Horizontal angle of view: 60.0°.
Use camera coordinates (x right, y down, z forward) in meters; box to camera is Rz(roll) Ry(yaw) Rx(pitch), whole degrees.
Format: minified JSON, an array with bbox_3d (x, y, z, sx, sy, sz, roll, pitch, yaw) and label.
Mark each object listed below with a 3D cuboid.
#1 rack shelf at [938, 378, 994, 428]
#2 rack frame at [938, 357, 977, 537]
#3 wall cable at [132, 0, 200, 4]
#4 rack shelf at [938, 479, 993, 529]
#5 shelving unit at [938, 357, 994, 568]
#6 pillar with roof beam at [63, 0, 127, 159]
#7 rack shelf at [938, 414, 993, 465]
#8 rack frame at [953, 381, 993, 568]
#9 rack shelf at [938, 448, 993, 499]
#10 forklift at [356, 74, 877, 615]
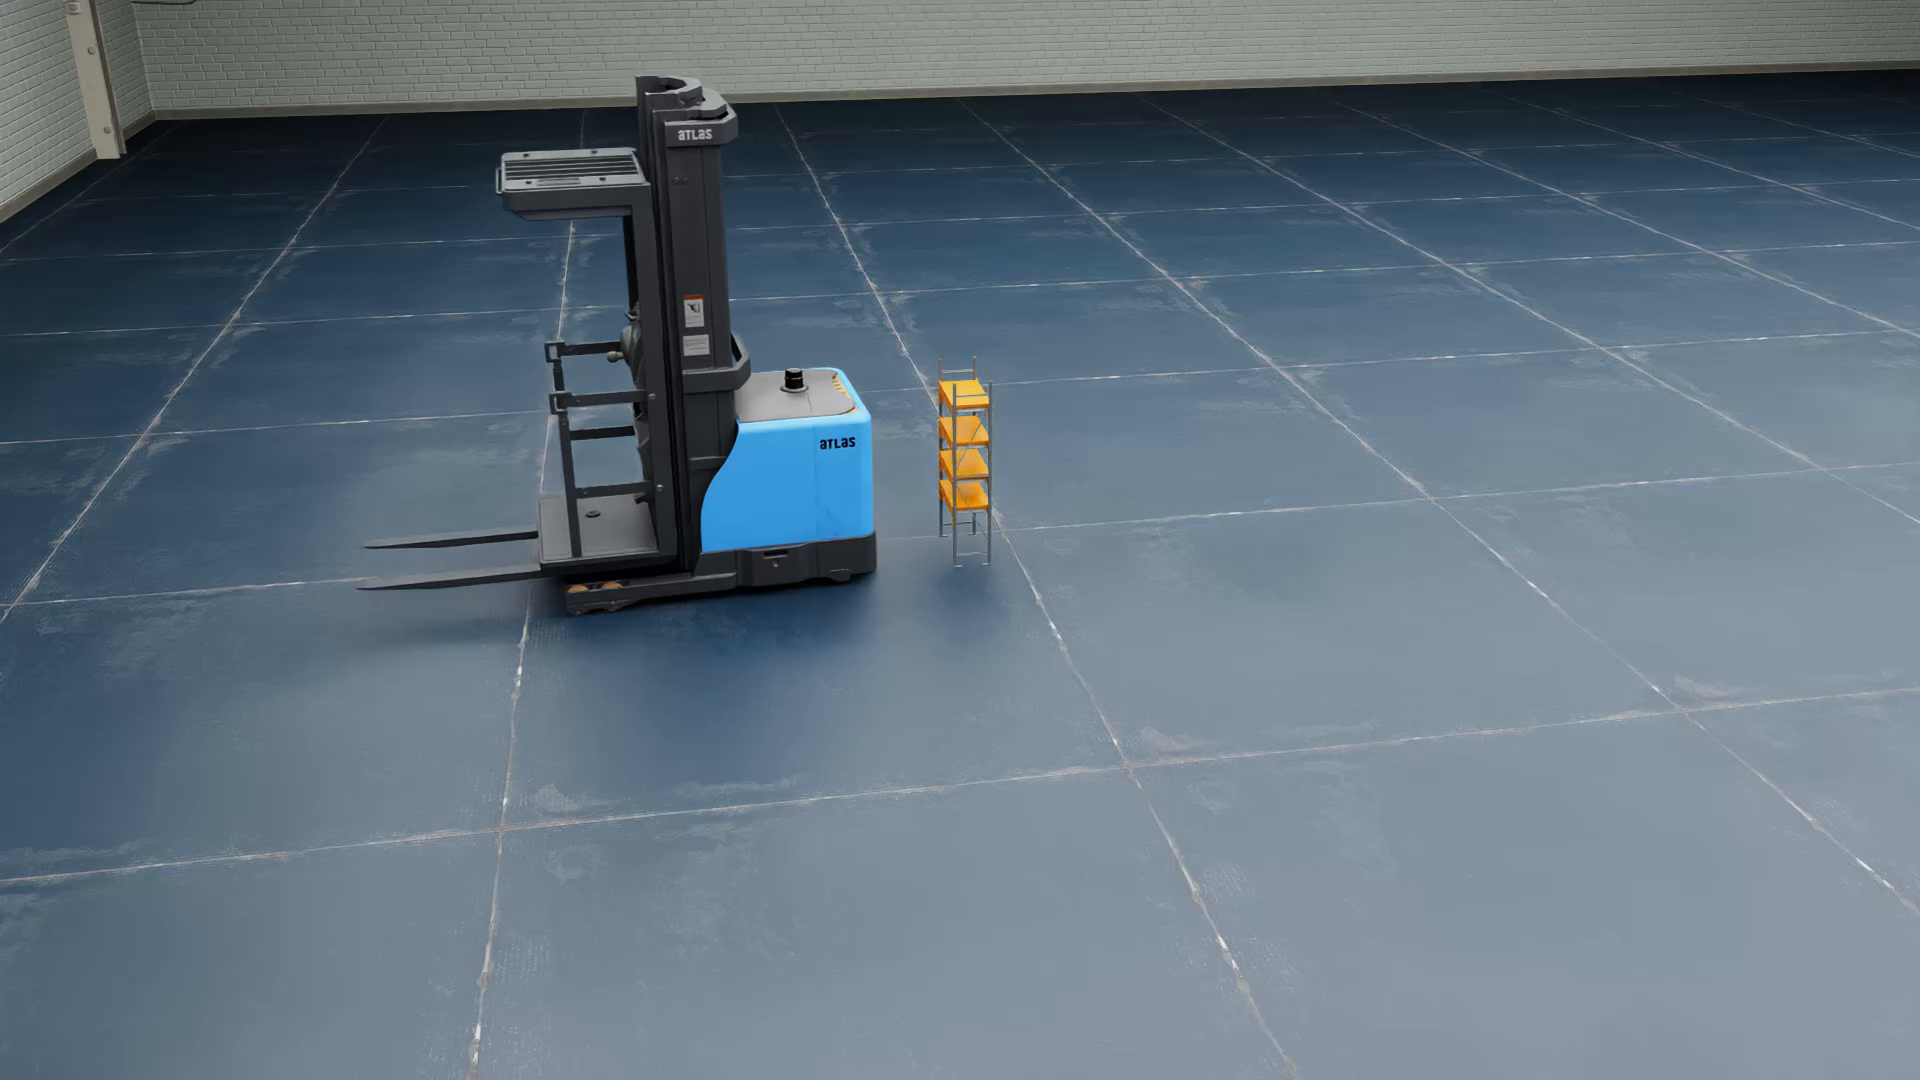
[{"bbox_3d":[0.031,-0.845,10.203,0.258,0.148,0.480,-4,24,-10],"label":"rack shelf"},{"bbox_3d":[-0.015,-0.581,10.581,0.240,1.200,0.015,-4,24,-10],"label":"rack frame"},{"bbox_3d":[-10.896,-9.229,24.517,3.097,2.526,0.112,-4,24,-10],"label":"wall cable"},{"bbox_3d":[0.031,-0.241,10.467,0.258,0.148,0.480,-4,24,-10],"label":"rack shelf"},{"bbox_3d":[0.031,-0.485,10.361,0.258,1.200,0.503,-4,24,-10],"label":"shelving unit"},{"bbox_3d":[-7.420,-9.714,21.748,9.100,9.000,0.400,-4,24,-10],"label":"pillar with roof beam"},{"bbox_3d":[0.031,-0.628,10.298,0.258,0.148,0.480,-4,24,-10],"label":"rack shelf"},{"bbox_3d":[0.076,-0.389,10.141,0.240,1.200,0.015,-4,24,-10],"label":"rack frame"},{"bbox_3d":[0.031,-0.423,10.388,0.258,0.148,0.480,-4,24,-10],"label":"rack shelf"},{"bbox_3d":[-2.086,-1.140,9.697,3.031,2.935,1.130,-6,24,-13],"label":"forklift"}]
